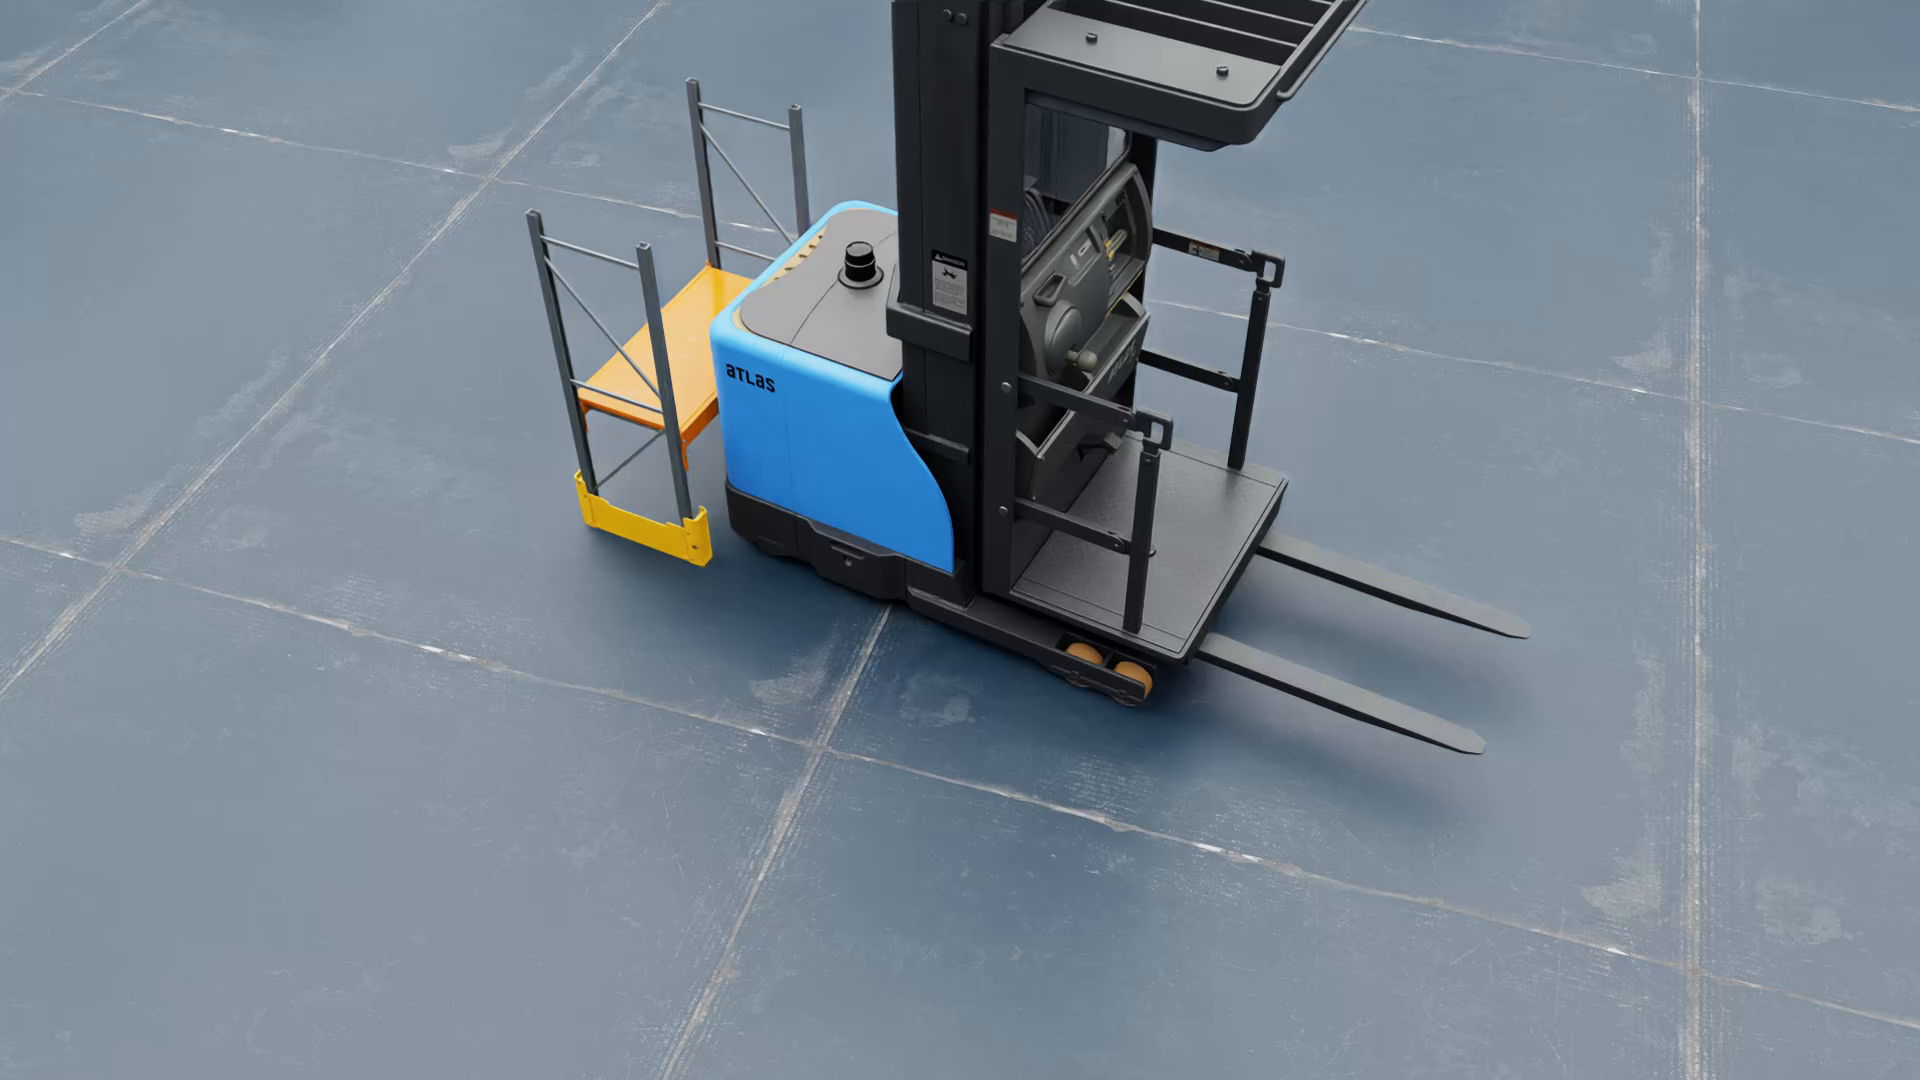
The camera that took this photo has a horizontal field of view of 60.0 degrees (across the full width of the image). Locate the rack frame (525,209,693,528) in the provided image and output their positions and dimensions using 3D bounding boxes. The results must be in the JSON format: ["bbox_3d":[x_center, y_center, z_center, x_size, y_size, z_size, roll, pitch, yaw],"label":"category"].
[{"bbox_3d":[-1.277,-0.531,6.220,0.500,1.500,0.032,19,47,18],"label":"rack frame"}]

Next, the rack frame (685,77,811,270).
[{"bbox_3d":[-0.829,-1.169,6.872,0.500,1.500,0.032,19,47,18],"label":"rack frame"}]

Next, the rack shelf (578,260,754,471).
[{"bbox_3d":[-1.053,-0.721,6.672,0.538,0.185,1.000,19,47,18],"label":"rack shelf"}]

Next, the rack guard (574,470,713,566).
[{"bbox_3d":[-1.268,-0.096,6.670,0.587,0.250,0.087,19,47,18],"label":"rack guard"}]

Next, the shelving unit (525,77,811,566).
[{"bbox_3d":[-1.049,-0.856,6.552,0.587,1.500,1.083,19,47,18],"label":"shelving unit"}]

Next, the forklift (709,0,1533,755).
[{"bbox_3d":[0.613,-0.865,5.538,3.031,2.935,1.130,21,48,20],"label":"forklift"}]
